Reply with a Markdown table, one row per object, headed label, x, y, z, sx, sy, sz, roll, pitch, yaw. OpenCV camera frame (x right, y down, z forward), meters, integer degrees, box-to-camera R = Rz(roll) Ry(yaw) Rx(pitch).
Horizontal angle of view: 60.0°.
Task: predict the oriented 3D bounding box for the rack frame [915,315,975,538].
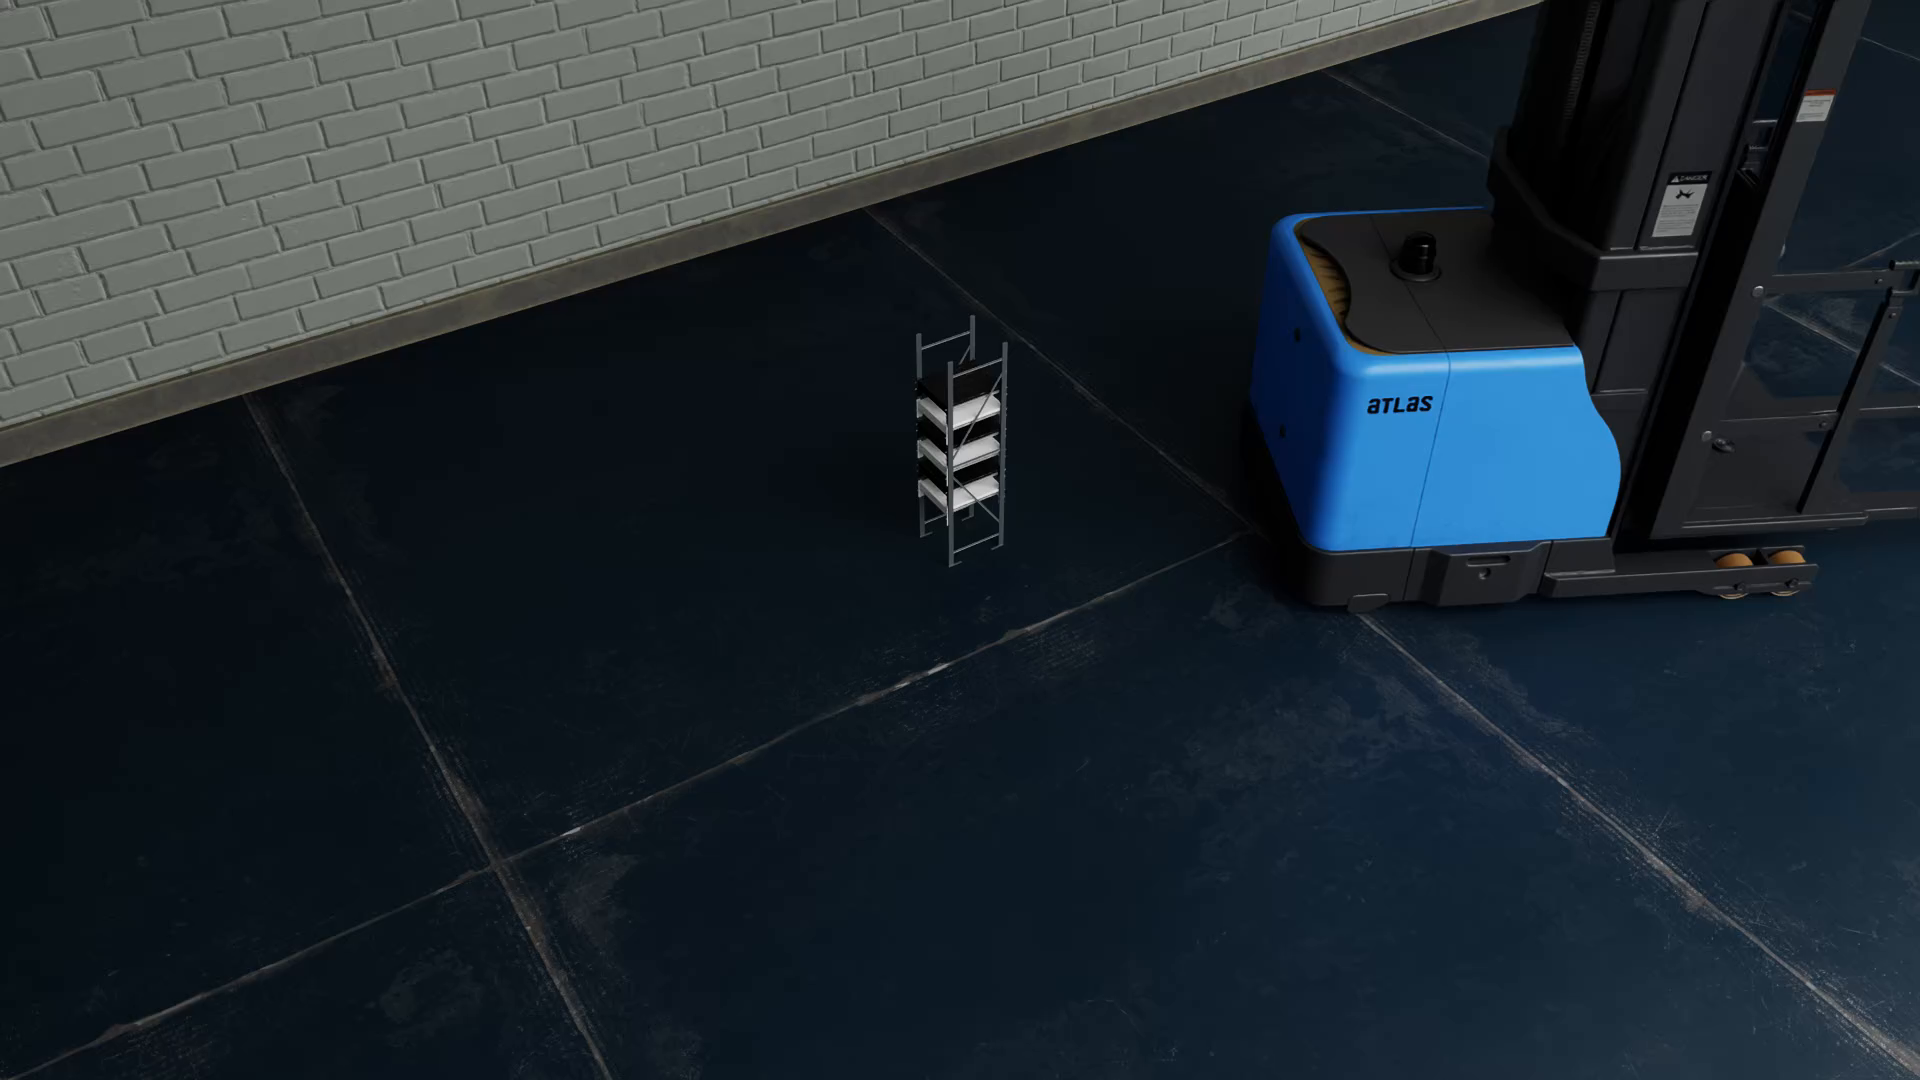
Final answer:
| label | x | y | z | sx | sy | sz | roll | pitch | yaw |
| --- | --- | --- | --- | --- | --- | --- | --- | --- | --- |
| rack frame | -0.050 | -0.396 | 6.023 | 0.240 | 0.900 | 0.006 | -22 | 45 | -24 |

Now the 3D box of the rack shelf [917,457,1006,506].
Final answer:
| label | x | y | z | sx | sy | sz | roll | pitch | yaw |
| --- | --- | --- | --- | --- | --- | --- | --- | --- | --- |
| rack shelf | 0.004 | -0.247 | 6.036 | 0.258 | 0.077 | 0.200 | -22 | 45 | -24 |

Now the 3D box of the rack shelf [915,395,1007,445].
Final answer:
| label | x | y | z | sx | sy | sz | roll | pitch | yaw |
| --- | --- | --- | --- | --- | --- | --- | --- | --- | --- |
| rack shelf | 0.004 | -0.454 | 5.863 | 0.258 | 0.077 | 0.200 | -22 | 45 | -24 |

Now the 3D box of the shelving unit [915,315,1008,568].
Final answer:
| label | x | y | z | sx | sy | sz | roll | pitch | yaw |
| --- | --- | --- | --- | --- | --- | --- | --- | --- | --- |
| shelving unit | 0.004 | -0.341 | 5.957 | 0.258 | 0.900 | 0.210 | -22 | 45 | -24 |

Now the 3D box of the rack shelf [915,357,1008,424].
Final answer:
| label | x | y | z | sx | sy | sz | roll | pitch | yaw |
| --- | --- | --- | --- | --- | --- | --- | --- | --- | --- |
| rack shelf | 0.004 | -0.523 | 5.805 | 0.258 | 0.077 | 0.200 | -22 | 45 | -24 |

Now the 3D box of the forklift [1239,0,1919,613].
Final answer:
| label | x | y | z | sx | sy | sz | roll | pitch | yaw |
| --- | --- | --- | --- | --- | --- | --- | --- | --- | --- |
| forklift | 2.649 | -1.249 | 5.460 | 3.031 | 2.935 | 1.130 | -3 | 40 | -4 |

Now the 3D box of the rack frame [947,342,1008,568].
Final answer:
| label | x | y | z | sx | sy | sz | roll | pitch | yaw |
| --- | --- | --- | --- | --- | --- | --- | --- | --- | --- |
| rack frame | 0.059 | -0.286 | 5.891 | 0.240 | 0.900 | 0.006 | -22 | 45 | -24 |

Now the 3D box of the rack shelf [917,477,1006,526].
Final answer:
| label | x | y | z | sx | sy | sz | roll | pitch | yaw |
| --- | --- | --- | --- | --- | --- | --- | --- | --- | --- |
| rack shelf | 0.004 | -0.177 | 6.093 | 0.258 | 0.077 | 0.200 | -22 | 45 | -24 |

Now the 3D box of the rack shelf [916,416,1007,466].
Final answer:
| label | x | y | z | sx | sy | sz | roll | pitch | yaw |
| --- | --- | --- | --- | --- | --- | --- | --- | --- | --- |
| rack shelf | 0.004 | -0.385 | 5.920 | 0.258 | 0.077 | 0.200 | -22 | 45 | -24 |

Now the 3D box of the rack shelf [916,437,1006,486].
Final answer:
| label | x | y | z | sx | sy | sz | roll | pitch | yaw |
| --- | --- | --- | --- | --- | --- | --- | --- | --- | --- |
| rack shelf | 0.004 | -0.316 | 5.978 | 0.258 | 0.077 | 0.200 | -22 | 45 | -24 |
